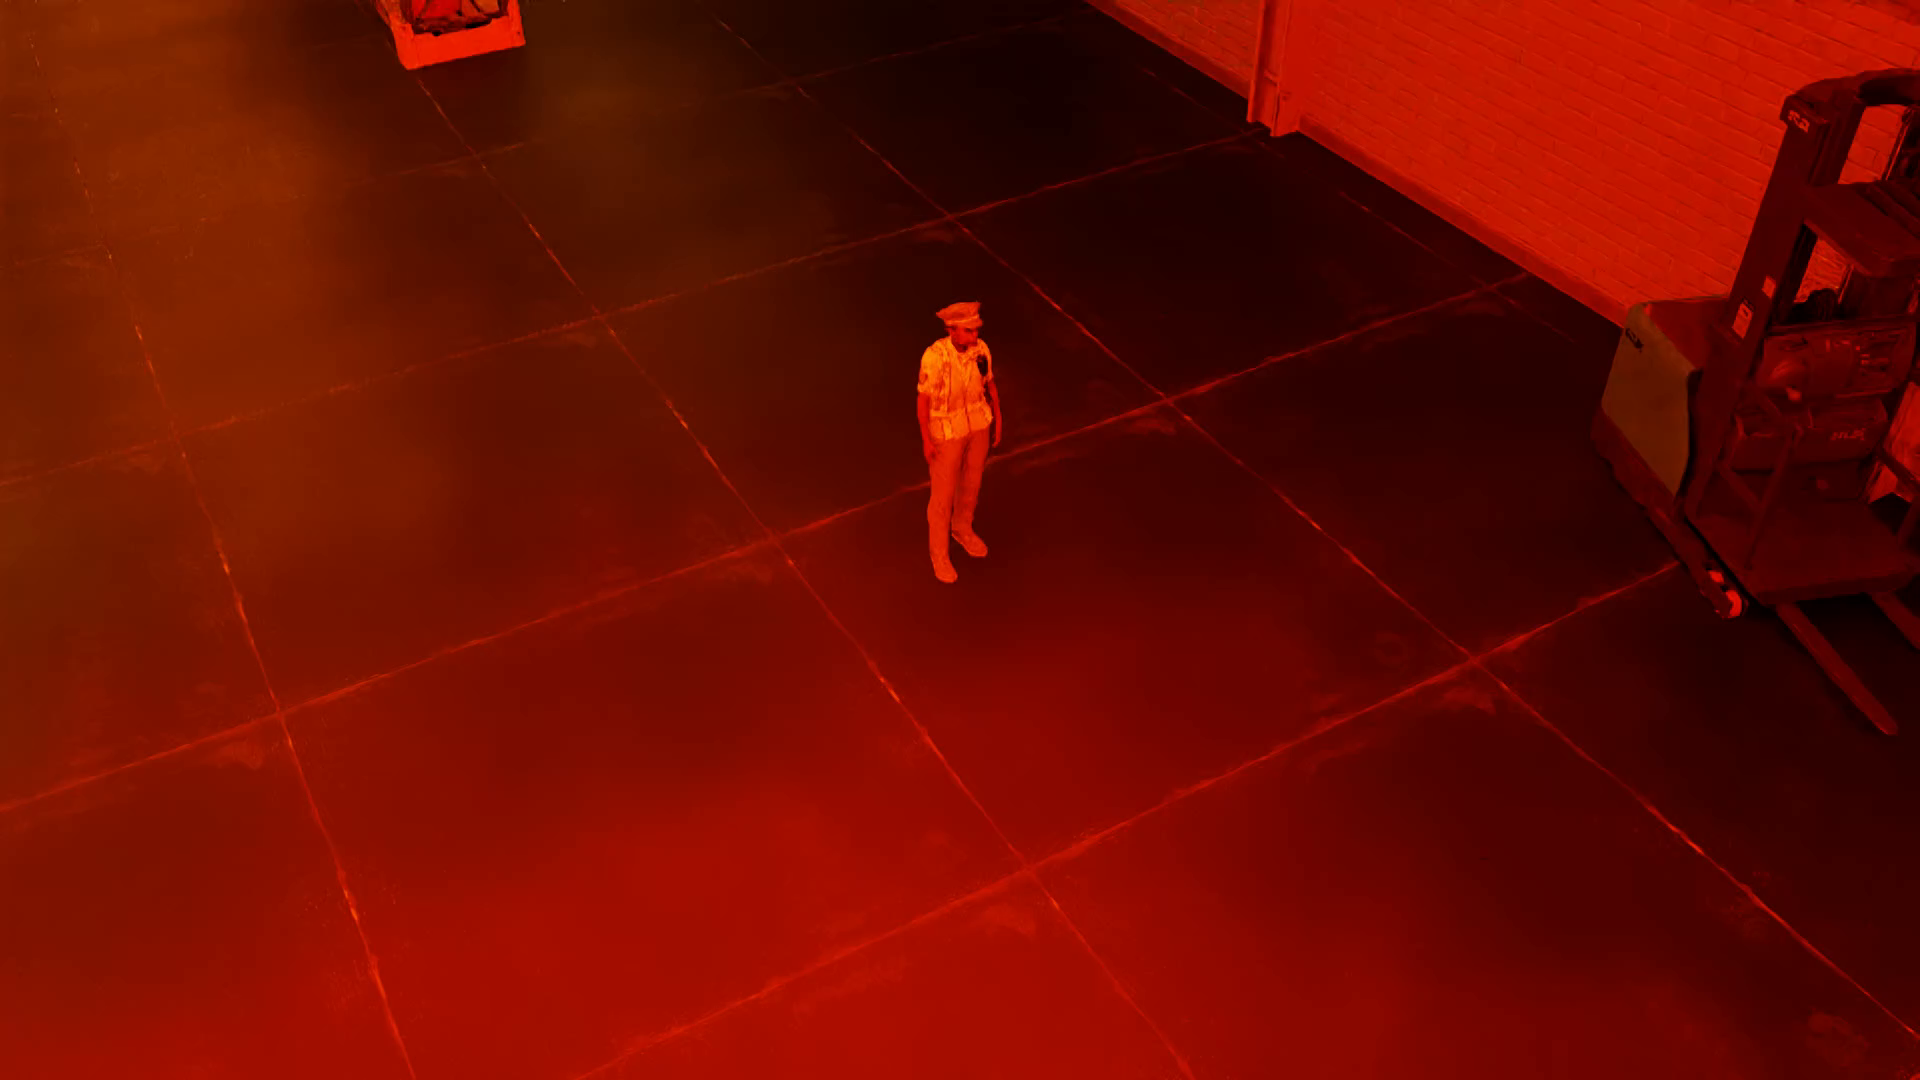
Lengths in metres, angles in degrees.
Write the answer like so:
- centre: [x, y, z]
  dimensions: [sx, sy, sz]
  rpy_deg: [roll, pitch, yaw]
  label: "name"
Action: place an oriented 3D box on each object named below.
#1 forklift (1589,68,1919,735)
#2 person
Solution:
- centre: [4.949, -0.921, 9.147]
  dimensions: [1.130, 2.935, 3.031]
  rpy_deg: [-7, 40, -8]
  label: "forklift"
- centre: [0.021, -0.610, 9.729]
  dimensions: [0.570, 1.695, 0.529]
  rpy_deg: [-20, 44, -23]
  label: "person"
